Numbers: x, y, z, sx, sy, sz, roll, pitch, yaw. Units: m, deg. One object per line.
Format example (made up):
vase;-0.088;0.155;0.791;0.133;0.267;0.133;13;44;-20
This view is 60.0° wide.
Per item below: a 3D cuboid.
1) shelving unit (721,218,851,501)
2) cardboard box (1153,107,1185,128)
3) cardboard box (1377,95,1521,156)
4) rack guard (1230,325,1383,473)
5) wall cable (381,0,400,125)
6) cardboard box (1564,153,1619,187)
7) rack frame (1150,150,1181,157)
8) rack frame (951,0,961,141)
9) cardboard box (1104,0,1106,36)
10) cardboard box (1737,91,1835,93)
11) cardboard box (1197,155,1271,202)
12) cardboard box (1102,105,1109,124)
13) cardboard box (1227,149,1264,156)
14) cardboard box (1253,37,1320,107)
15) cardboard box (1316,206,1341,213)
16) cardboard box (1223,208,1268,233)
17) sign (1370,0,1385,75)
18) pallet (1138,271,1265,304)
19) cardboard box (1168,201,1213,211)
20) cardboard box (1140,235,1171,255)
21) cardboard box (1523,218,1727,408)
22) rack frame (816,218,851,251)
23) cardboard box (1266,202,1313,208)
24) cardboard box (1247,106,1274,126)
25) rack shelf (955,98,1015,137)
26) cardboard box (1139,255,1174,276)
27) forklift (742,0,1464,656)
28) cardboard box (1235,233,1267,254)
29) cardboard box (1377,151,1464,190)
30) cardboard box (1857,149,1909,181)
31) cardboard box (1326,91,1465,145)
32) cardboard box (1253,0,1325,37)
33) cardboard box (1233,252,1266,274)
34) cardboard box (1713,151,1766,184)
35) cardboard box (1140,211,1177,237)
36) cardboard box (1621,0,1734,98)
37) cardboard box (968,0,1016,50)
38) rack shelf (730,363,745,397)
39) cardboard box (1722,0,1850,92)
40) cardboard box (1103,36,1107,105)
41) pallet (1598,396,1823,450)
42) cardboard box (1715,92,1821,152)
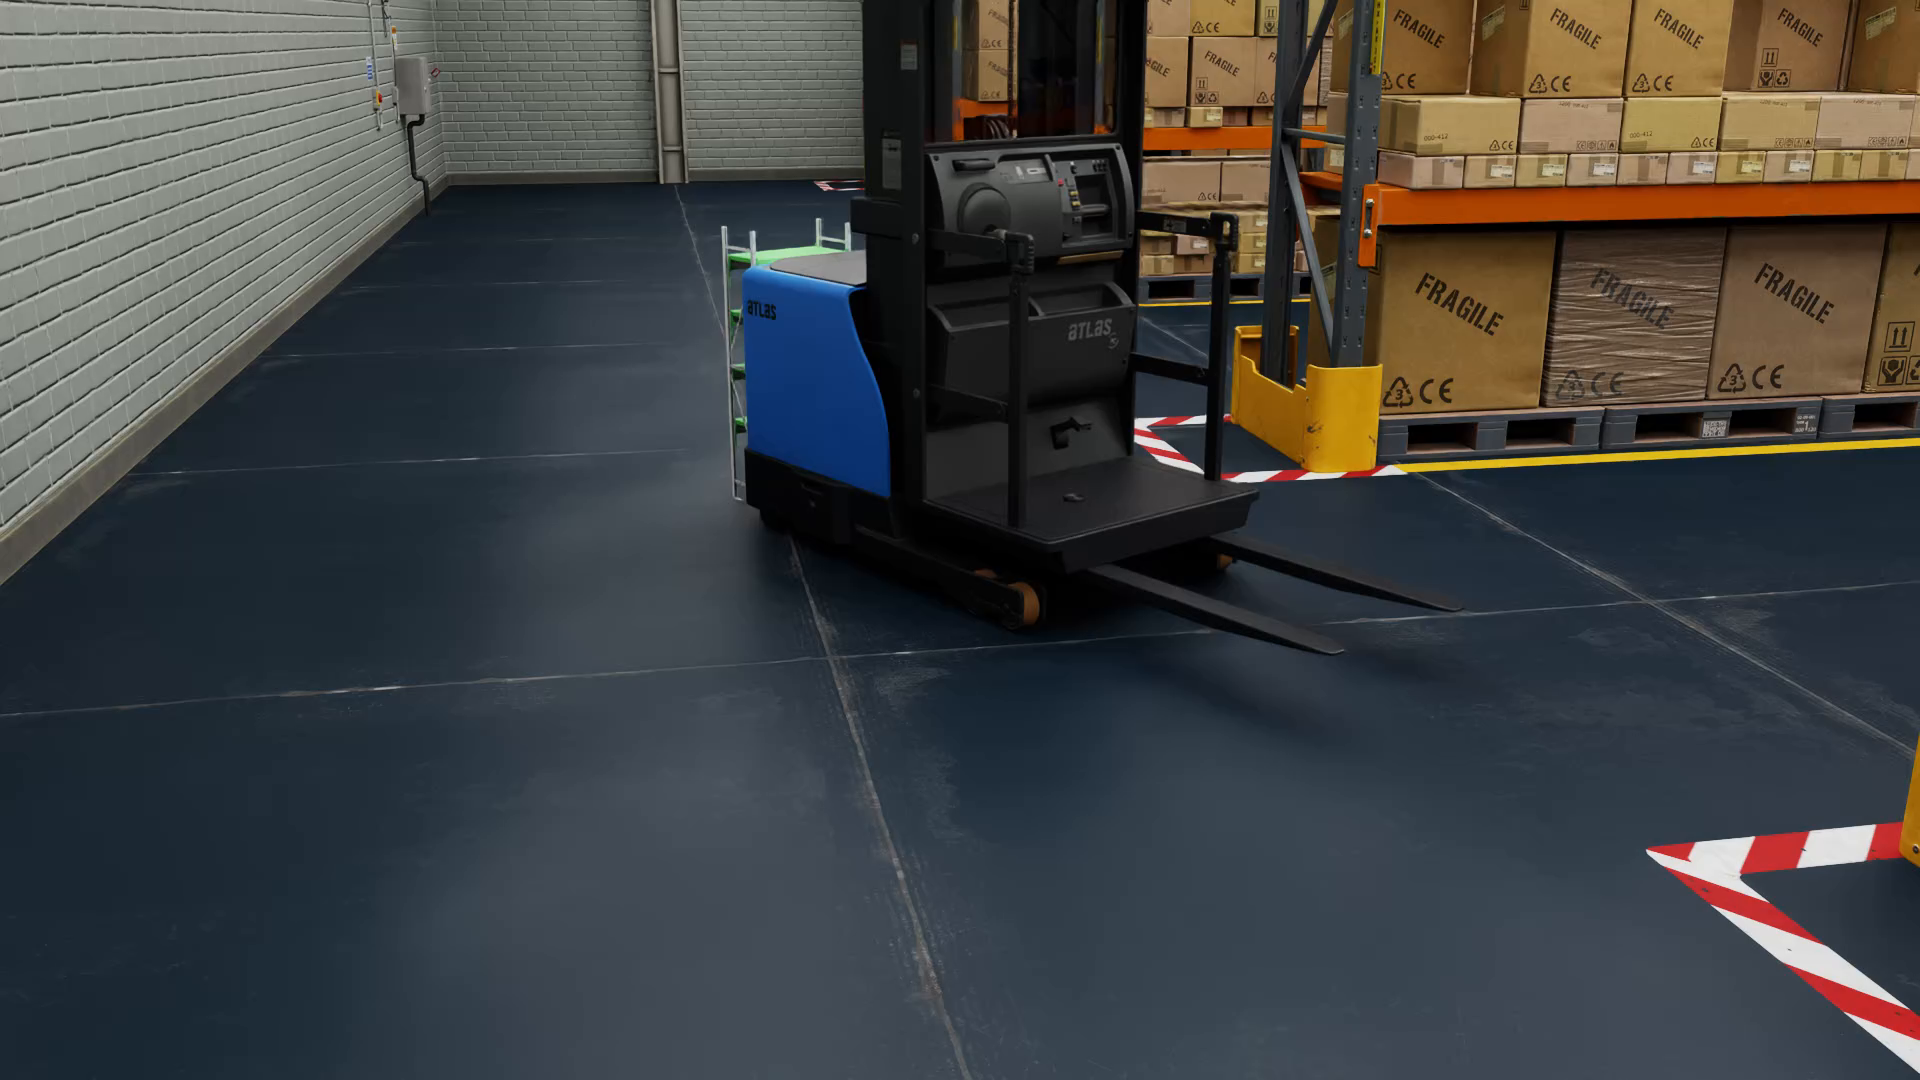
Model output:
shelving unit;-0.744;-0.779;7.303;0.503;1.200;0.258;-14;22;-38
cardboard box;1.515;-3.189;12.514;0.250;0.149;0.380;-3;17;-8
cardboard box;2.257;-1.943;7.779;0.500;0.250;0.500;-4;17;-12
rack guard;1.711;-0.728;8.330;0.348;0.500;1.175;-3;17;-10
wall cable;-5.958;-5.354;17.404;0.122;1.984;0.588;-3;17;-10
cardboard box;2.905;-1.772;7.902;0.250;0.149;0.380;-4;17;-11
rack frame;2.837;-6.434;22.652;0.127;3.000;1.000;-3;17;-10
rack frame;-0.145;-4.781;17.268;0.127;3.000;1.000;-3;17;-10
cardboard box;1.295;-4.125;12.752;0.500;0.500;0.500;-4;17;-12
cardboard box;4.154;-2.210;8.647;0.500;0.250;0.500;-3;17;-9
cardboard box;3.145;-3.976;18.295;0.875;0.438;0.875;-3;17;-11
cardboard box;1.159;-3.339;13.002;0.250;0.149;0.380;-3;17;-10
cardboard box;3.875;-5.435;22.939;0.500;0.500;0.500;-3;17;-11
cardboard box;2.390;-3.556;12.602;0.500;0.500;0.500;-3;17;-10
cardboard box;2.989;-2.534;13.079;0.250;0.149;0.380;-3;17;-10
cardboard box;2.219;-2.478;12.897;0.250;0.149;0.380;-4;18;-13
sign;1.834;-2.215;7.306;0.005;0.325;0.100;-3;17;-10
pallet;1.772;-2.066;13.178;1.213;0.211;1.003;-3;17;-10
cardboard box;1.852;-2.633;13.402;0.250;0.149;0.380;-4;17;-12
cardboard box;1.456;-2.295;12.808;0.250;0.149;0.380;-3;17;-8
cardboard box;3.241;-1.218;8.574;0.875;0.875;0.875;-3;17;-10
rack frame;-0.557;-0.824;7.452;0.015;1.200;0.240;-14;22;-38
cardboard box;2.652;-2.643;13.434;0.250;0.149;0.380;-4;17;-12
cardboard box;2.289;-3.251;12.714;0.250;0.149;0.380;-3;17;-11
rack shelf;1.818;-4.548;17.737;4.000;0.370;1.077;-3;17;-10
cardboard box;1.468;-2.134;12.792;0.250;0.149;0.380;-3;17;-9
forklift;0.409;-1.254;5.902;1.130;2.935;3.031;-14;22;-37
cardboard box;2.232;-2.316;12.877;0.250;0.149;0.380;-3;17;-9
cardboard box;2.146;-1.729;7.759;0.250;0.149;0.380;-3;17;-10
cardboard box;4.414;-1.858;8.179;0.250;0.149;0.380;-3;17;-9
cardboard box;2.160;-2.098;8.282;0.500;0.250;0.500;-4;17;-11
cardboard box;2.393;-4.028;12.439;0.500;0.500;0.500;-4;17;-12
cardboard box;2.224;-2.171;12.911;0.250;0.149;0.380;-3;17;-10
cardboard box;3.656;-1.815;8.039;0.250;0.149;0.380;-4;17;-12
cardboard box;1.472;-2.413;12.686;0.250;0.149;0.380;-4;18;-13
cardboard box;3.256;-2.360;7.859;0.500;0.500;0.500;-4;17;-12
cardboard box;0.380;-5.251;16.926;0.500;0.500;0.500;-4;17;-12
rack shelf;-0.744;-0.718;7.322;0.480;0.148;0.258;-14;22;-38
cardboard box;4.148;-2.567;8.533;0.500;0.500;0.500;-4;17;-12
cardboard box;1.285;-3.649;12.905;0.500;0.500;0.500;-3;17;-9
pallet;3.700;-0.725;8.813;1.213;0.211;1.003;-3;17;-10
cardboard box;3.772;-2.032;8.067;0.500;0.250;0.500;-4;17;-12
